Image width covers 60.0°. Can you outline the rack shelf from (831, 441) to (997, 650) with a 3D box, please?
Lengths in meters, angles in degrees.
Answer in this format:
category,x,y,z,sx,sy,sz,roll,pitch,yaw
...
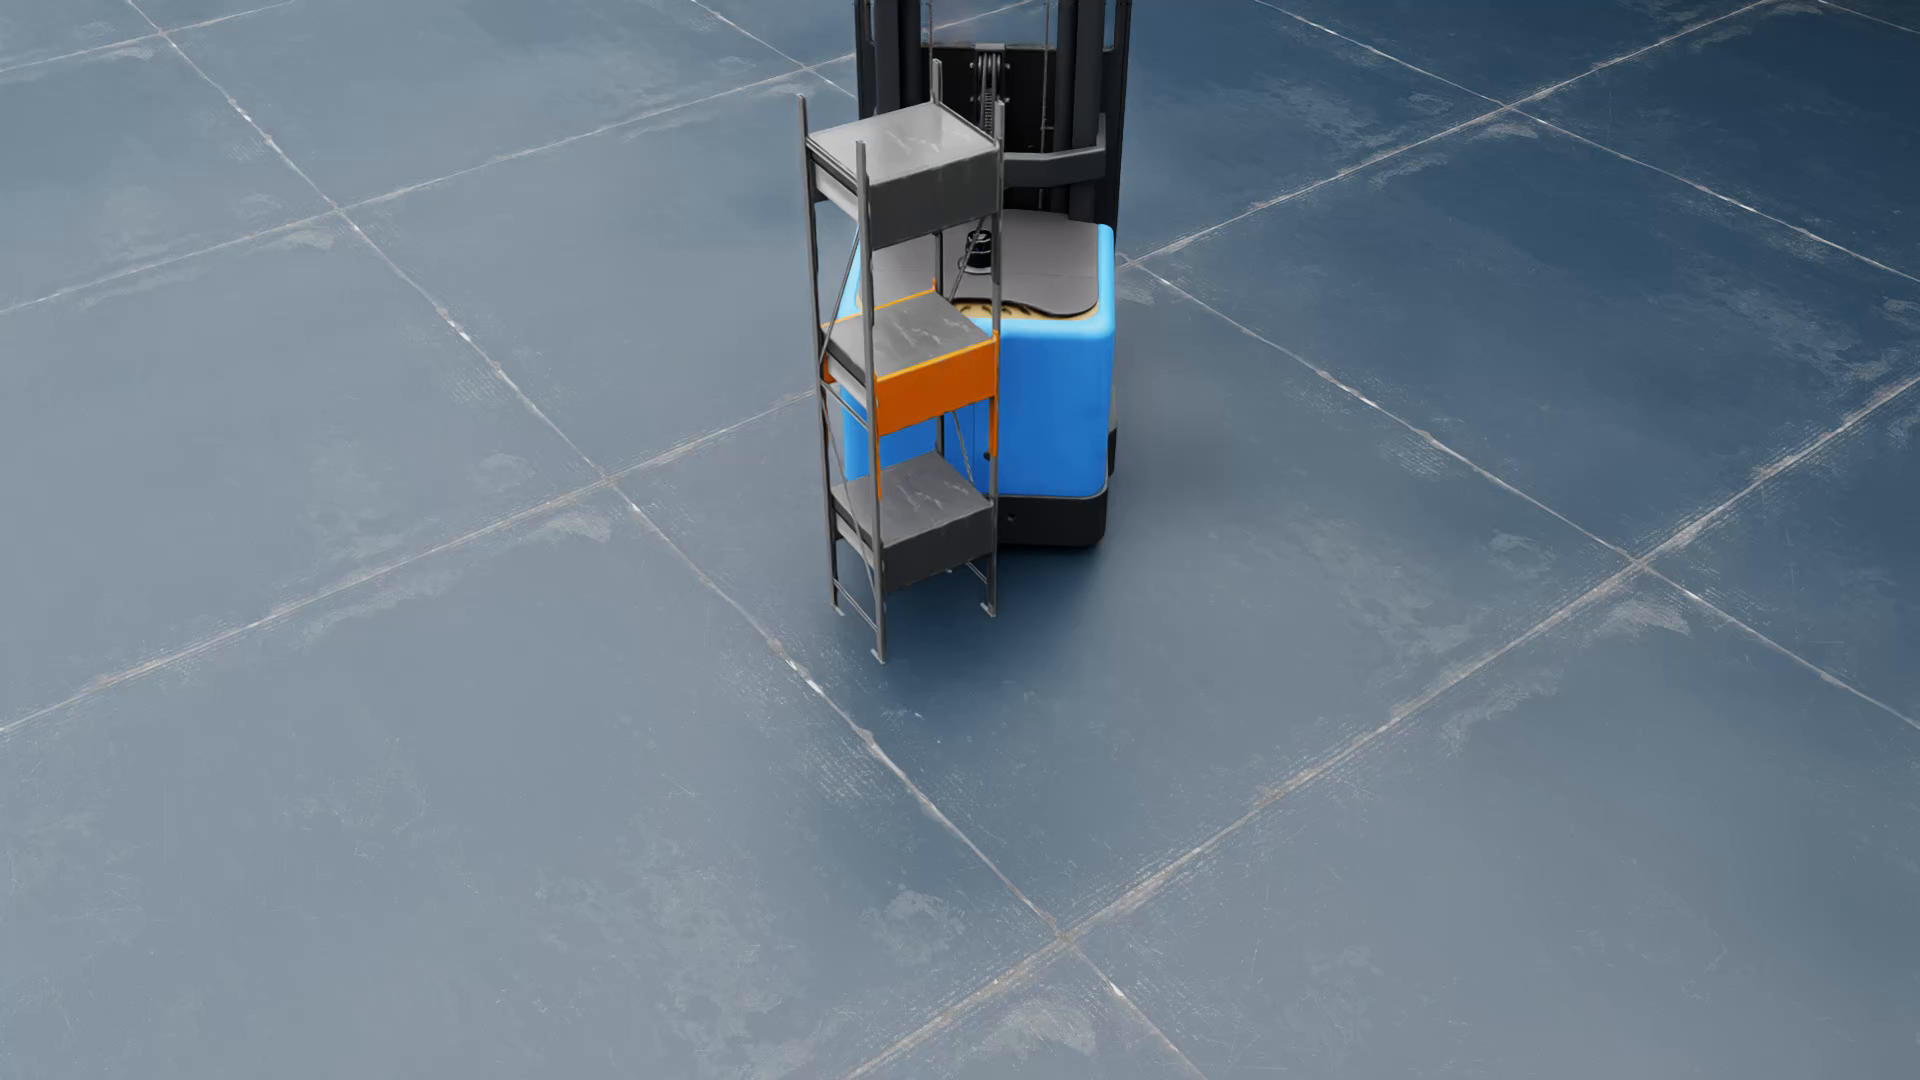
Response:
category,x,y,z,sx,sy,sz,roll,pitch,yaw
rack shelf,-0.182,0.016,6.200,0.480,0.518,0.431,-22,44,-24

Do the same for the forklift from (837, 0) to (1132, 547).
category,x,y,z,sx,sy,sz,roll,pitch,yaw
forklift,0.144,-2.026,6.908,1.130,2.935,3.031,2,39,3

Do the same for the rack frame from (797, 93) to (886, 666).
category,x,y,z,sx,sy,sz,roll,pitch,yaw
rack frame,-0.389,-0.453,5.647,0.015,2.100,0.400,-22,44,-24

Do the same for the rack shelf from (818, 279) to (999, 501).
category,x,y,z,sx,sy,sz,roll,pitch,yaw
rack shelf,-0.182,-0.525,5.756,0.480,0.518,0.431,-22,44,-24

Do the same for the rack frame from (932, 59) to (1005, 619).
category,x,y,z,sx,sy,sz,roll,pitch,yaw
rack frame,0.024,-0.618,5.848,0.015,2.100,0.400,-22,44,-24

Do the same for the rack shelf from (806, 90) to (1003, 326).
category,x,y,z,sx,sy,sz,roll,pitch,yaw
rack shelf,-0.182,-1.066,5.312,0.480,0.518,0.431,-22,44,-24

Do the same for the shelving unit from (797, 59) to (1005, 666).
category,x,y,z,sx,sy,sz,roll,pitch,yaw
shelving unit,-0.182,-0.536,5.747,0.503,2.100,0.431,-22,44,-24
